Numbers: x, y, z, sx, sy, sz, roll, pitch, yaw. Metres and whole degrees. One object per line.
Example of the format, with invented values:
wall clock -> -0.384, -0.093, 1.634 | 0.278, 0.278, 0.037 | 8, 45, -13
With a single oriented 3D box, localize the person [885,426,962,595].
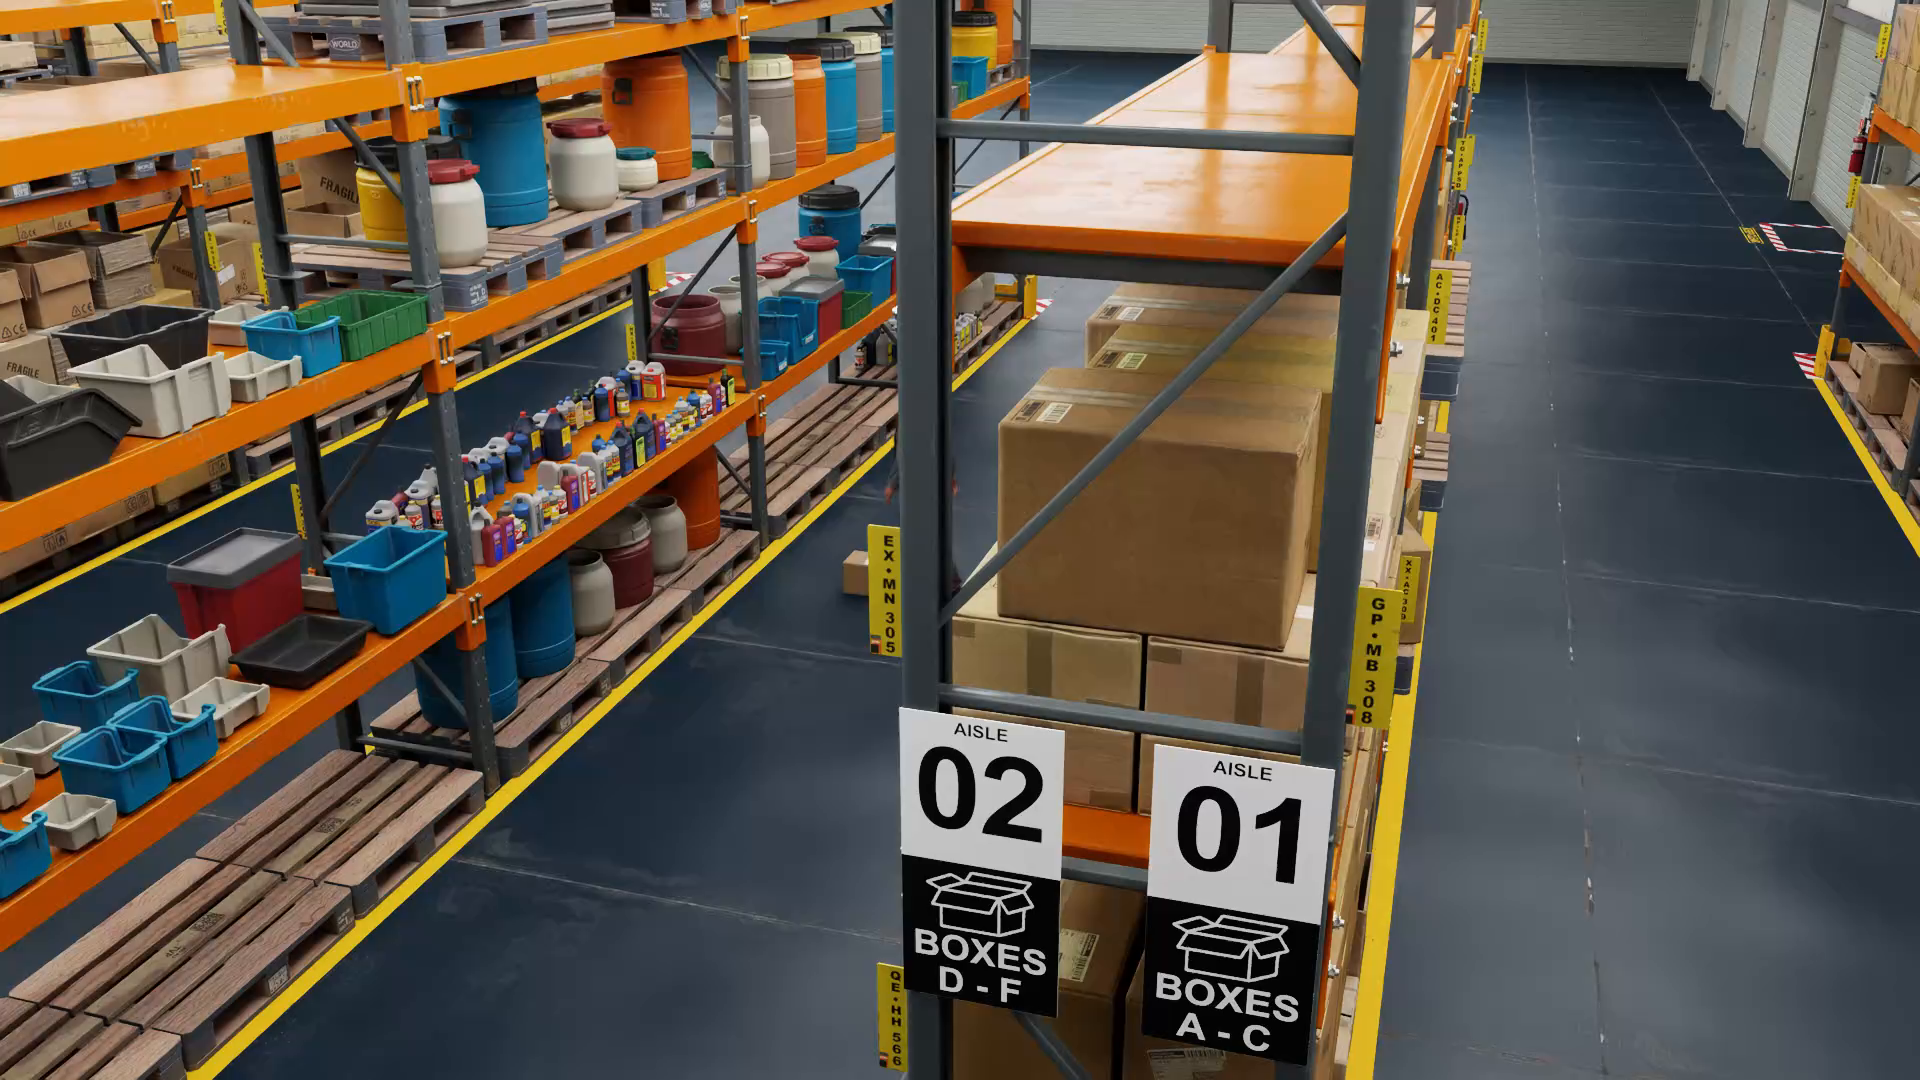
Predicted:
person -> -0.364, -0.408, 12.096 | 0.799, 1.700, 0.565 | 9, 24, 22
